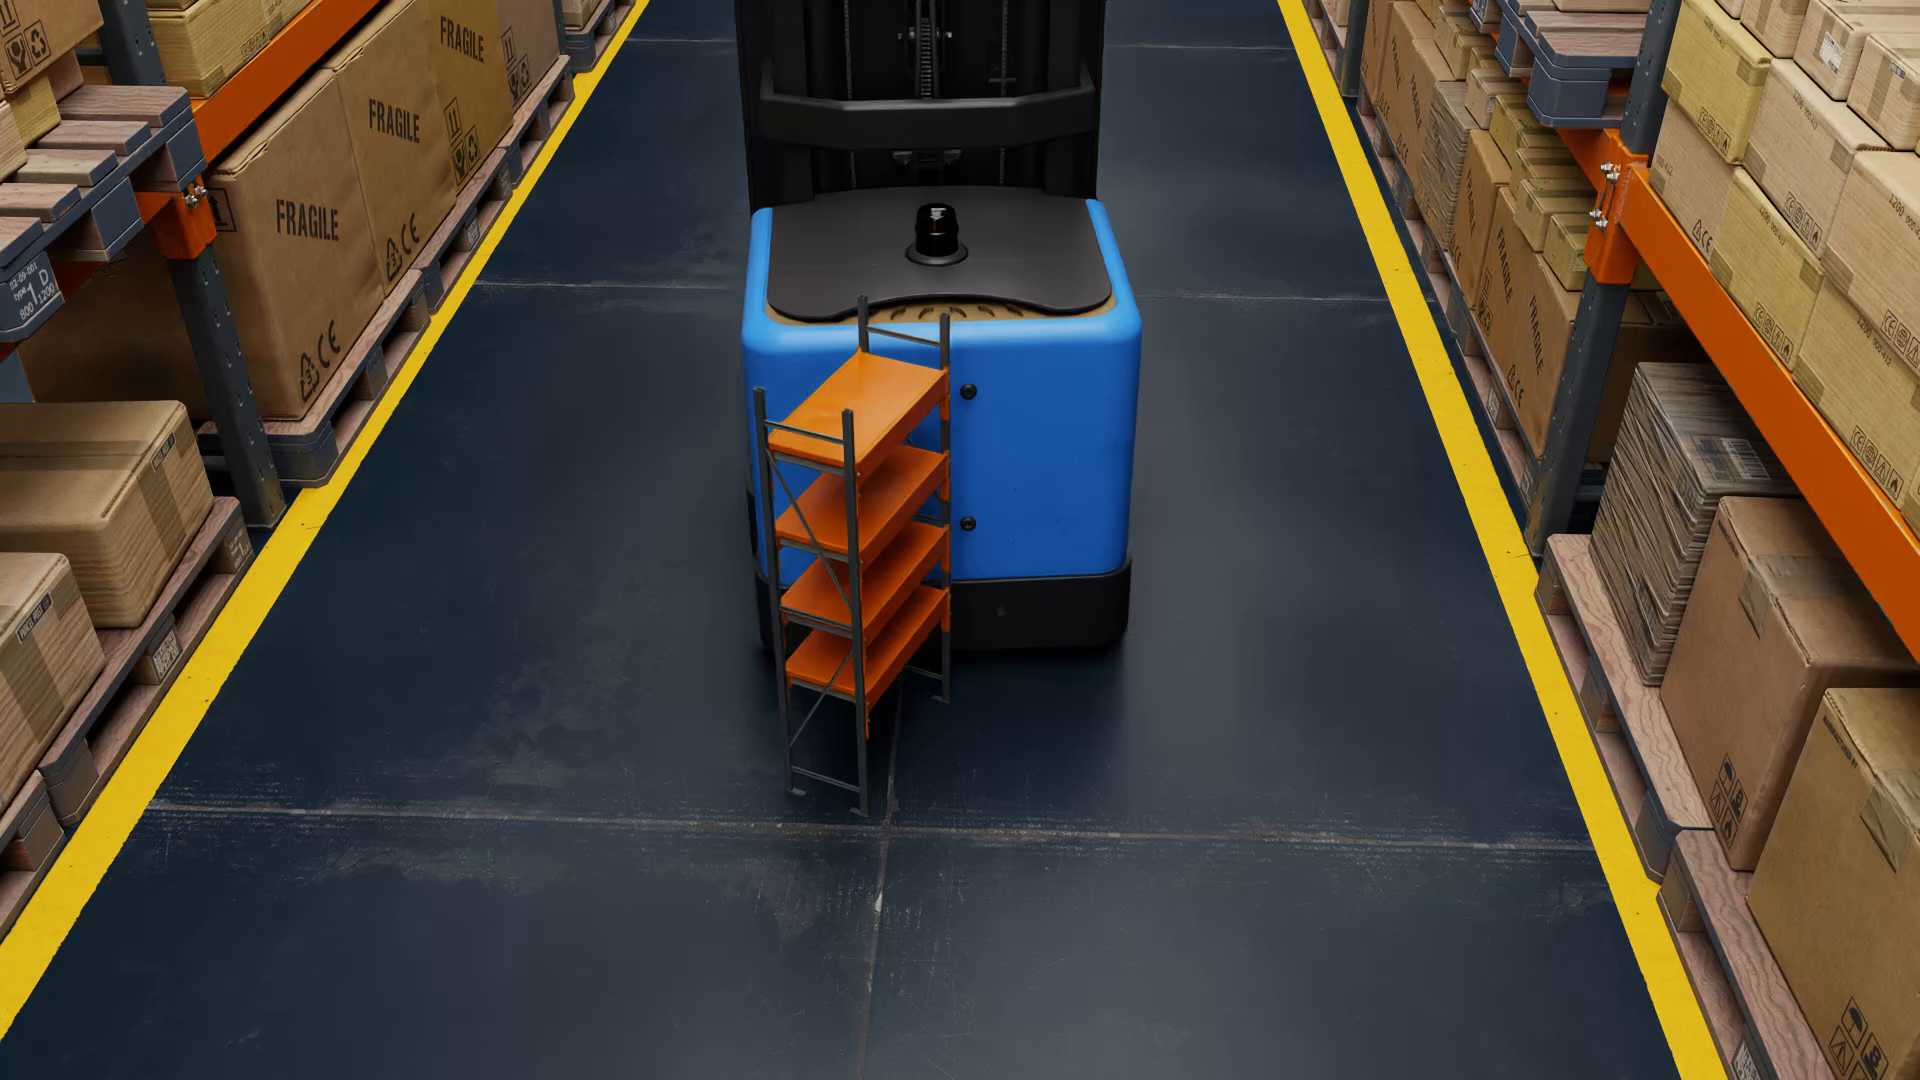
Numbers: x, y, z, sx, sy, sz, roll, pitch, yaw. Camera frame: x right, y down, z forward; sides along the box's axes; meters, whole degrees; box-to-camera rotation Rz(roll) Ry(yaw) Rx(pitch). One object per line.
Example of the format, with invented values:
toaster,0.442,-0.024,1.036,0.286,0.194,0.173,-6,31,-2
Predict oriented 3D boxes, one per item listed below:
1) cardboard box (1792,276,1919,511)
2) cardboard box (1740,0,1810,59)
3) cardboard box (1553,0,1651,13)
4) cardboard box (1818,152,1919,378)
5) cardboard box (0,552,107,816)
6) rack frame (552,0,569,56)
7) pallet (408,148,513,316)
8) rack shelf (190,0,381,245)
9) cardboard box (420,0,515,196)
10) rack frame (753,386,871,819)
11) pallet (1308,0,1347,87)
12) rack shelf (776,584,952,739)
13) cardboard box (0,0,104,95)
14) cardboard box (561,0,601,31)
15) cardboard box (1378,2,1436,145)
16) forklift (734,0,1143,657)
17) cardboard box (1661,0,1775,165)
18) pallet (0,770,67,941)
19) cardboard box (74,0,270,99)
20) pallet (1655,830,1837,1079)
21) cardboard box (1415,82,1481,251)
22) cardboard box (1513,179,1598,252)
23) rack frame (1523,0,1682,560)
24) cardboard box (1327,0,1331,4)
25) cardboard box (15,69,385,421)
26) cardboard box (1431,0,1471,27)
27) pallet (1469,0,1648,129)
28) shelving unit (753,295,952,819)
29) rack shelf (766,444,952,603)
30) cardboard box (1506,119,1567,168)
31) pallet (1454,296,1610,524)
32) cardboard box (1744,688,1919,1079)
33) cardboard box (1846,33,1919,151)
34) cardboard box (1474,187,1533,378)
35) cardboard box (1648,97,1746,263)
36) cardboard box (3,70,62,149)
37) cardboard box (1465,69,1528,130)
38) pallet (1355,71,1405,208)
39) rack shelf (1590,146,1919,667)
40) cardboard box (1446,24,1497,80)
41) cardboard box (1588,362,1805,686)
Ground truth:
cardboard box,1.978,-0.294,3.191,0.500,0.250,0.500,0,35,0
cardboard box,1.962,-1.167,3.650,0.380,0.149,0.250,2,35,3
cardboard box,1.921,-1.645,4.836,0.380,0.149,0.250,2,35,3
cardboard box,1.956,-0.496,3.043,0.500,0.250,0.500,0,35,1
cardboard box,-2.736,0.349,4.064,0.950,0.372,0.625,1,35,1
rack frame,-2.521,-3.601,7.765,1.000,3.000,0.127,1,35,2
pallet,-2.523,-1.312,6.933,1.003,0.211,1.213,1,35,2
rack shelf,-2.601,-2.157,6.337,1.077,0.370,4.000,1,35,2
cardboard box,-2.494,-2.026,7.007,0.875,0.875,0.875,2,35,3
rack frame,-0.340,0.187,3.940,0.240,1.200,0.015,15,38,20
pallet,2.468,-2.742,8.968,1.003,0.211,1.213,1,35,2
rack shelf,-0.238,0.277,4.274,0.258,0.148,0.480,15,38,20
cardboard box,-2.422,-1.369,3.879,0.500,0.500,0.500,0,35,1
cardboard box,-2.388,-3.082,8.890,0.875,0.438,0.875,1,35,1
cardboard box,2.183,-2.058,7.379,0.500,0.500,0.500,1,35,1
forklift,-0.133,-1.696,5.114,1.130,2.935,3.031,-2,35,-3
cardboard box,1.992,-1.085,3.880,0.500,0.250,0.500,1,35,2
pallet,-2.766,0.986,3.663,1.003,0.211,1.213,1,35,2
cardboard box,-2.410,-1.517,4.930,0.500,0.250,0.500,1,35,1
pallet,2.155,1.122,3.470,1.003,0.211,1.213,1,35,2
cardboard box,2.132,-1.474,6.547,0.500,0.500,0.500,0,35,0
cardboard box,2.025,-1.052,5.382,0.380,0.149,0.250,0,35,-1
rack frame,2.278,-1.190,4.335,1.000,3.000,0.127,1,35,2
cardboard box,2.182,-3.073,9.027,0.396,0.266,0.258,3,35,4
cardboard box,-2.571,-1.000,5.547,0.875,0.875,0.875,1,35,1
cardboard box,2.229,-2.236,7.068,0.380,0.149,0.250,1,35,1
pallet,2.236,-1.503,4.946,1.213,0.211,1.003,1,35,2
shelving unit,-0.238,0.060,4.122,0.258,1.200,0.503,15,38,20
rack shelf,-0.238,-0.068,4.032,0.258,0.148,0.480,15,38,20
cardboard box,2.136,-1.353,5.810,0.380,0.149,0.250,2,35,3
pallet,2.346,-0.477,5.746,1.003,0.211,1.213,1,35,2
cardboard box,2.194,0.730,3.302,0.875,0.625,0.625,0,35,0
cardboard box,1.979,-0.868,3.225,0.380,0.149,0.250,2,35,2
cardboard box,2.111,-0.874,5.694,0.500,0.500,0.500,1,35,1
cardboard box,2.016,-0.879,4.023,0.500,0.250,0.500,1,35,2
cardboard box,-2.398,-1.022,3.949,0.380,0.149,0.250,2,35,3
cardboard box,2.126,-1.655,6.241,0.380,0.149,0.250,0,35,0
pallet,2.444,-1.879,7.740,1.003,0.211,1.213,1,35,2
rack shelf,2.198,0.253,2.906,1.077,0.370,4.000,1,35,2
cardboard box,2.169,-1.951,6.662,0.380,0.149,0.250,3,35,4
cardboard box,2.240,-0.032,4.387,0.875,0.625,0.625,2,35,3
